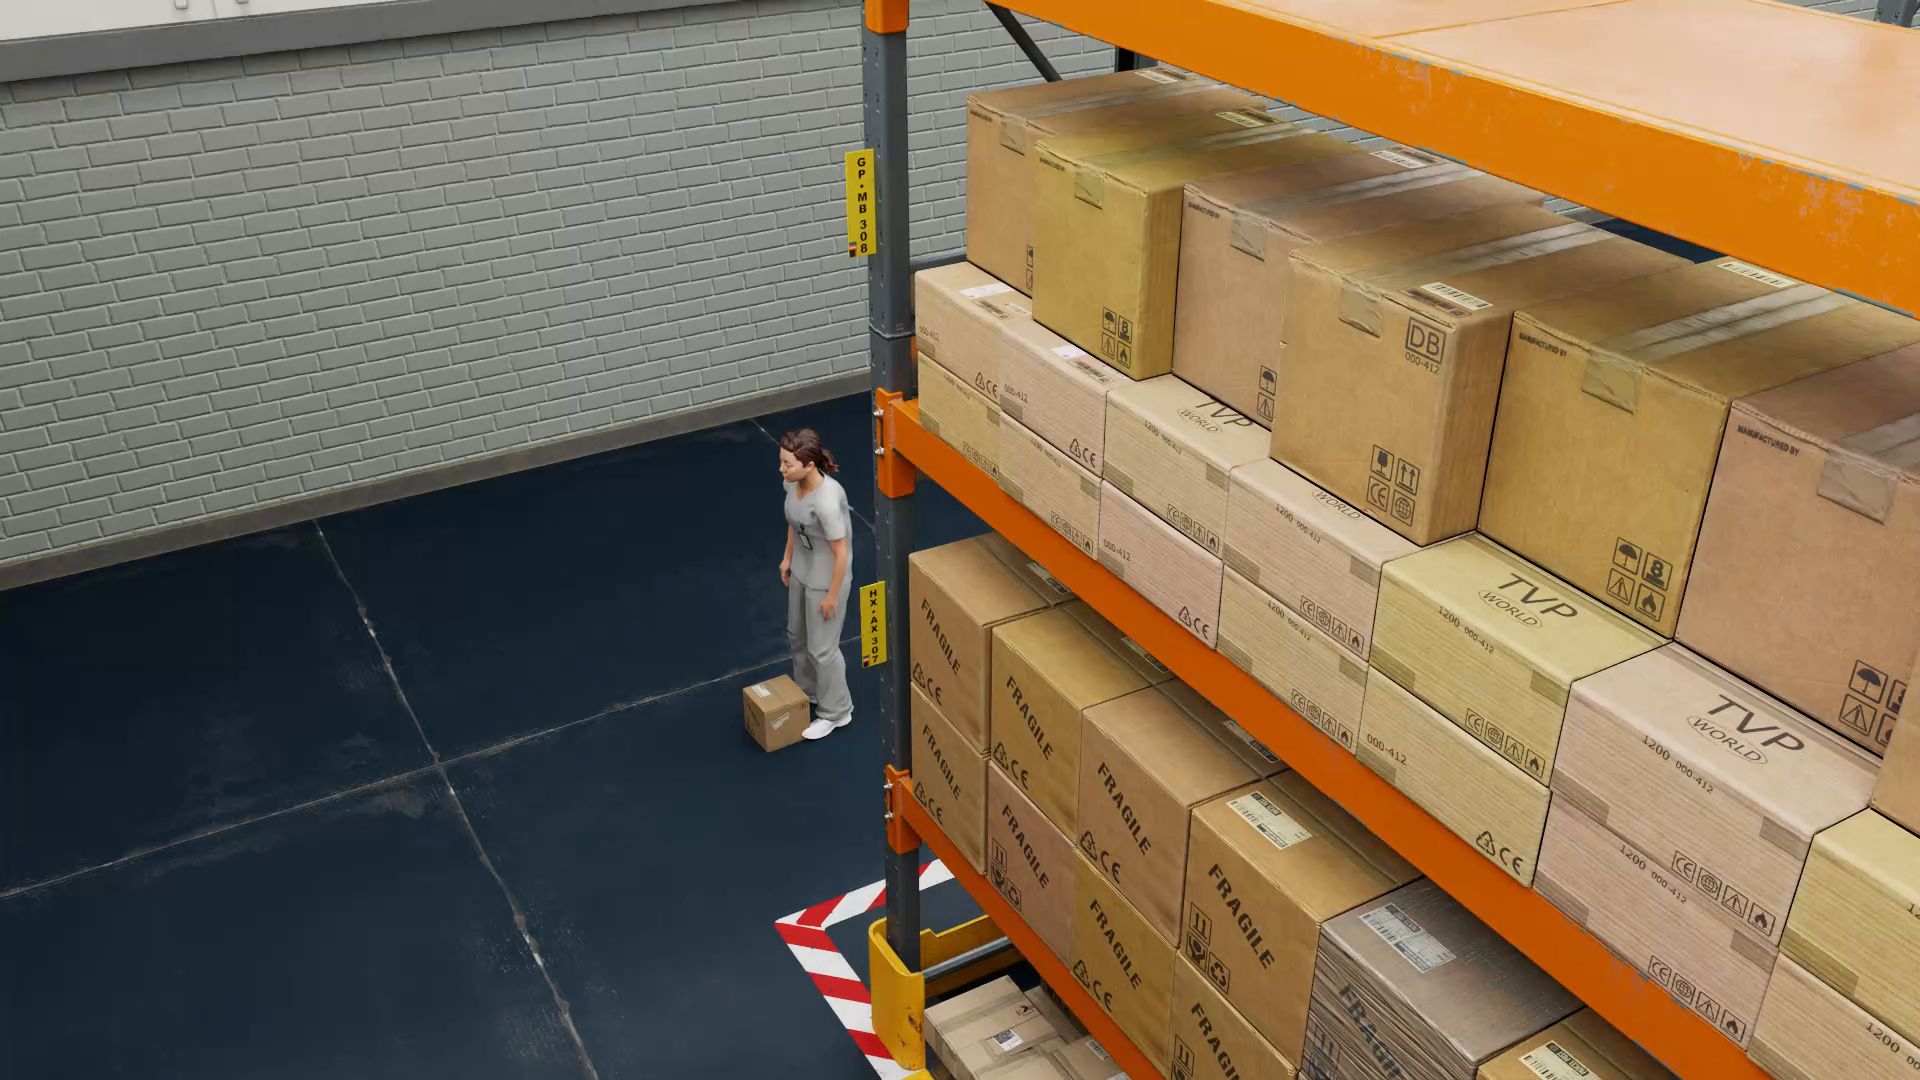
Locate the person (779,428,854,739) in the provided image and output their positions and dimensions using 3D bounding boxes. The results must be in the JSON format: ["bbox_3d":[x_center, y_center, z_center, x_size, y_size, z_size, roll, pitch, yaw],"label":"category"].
[{"bbox_3d":[-0.721,0.194,8.211,0.353,1.673,0.512,-18,34,-28],"label":"person"}]
